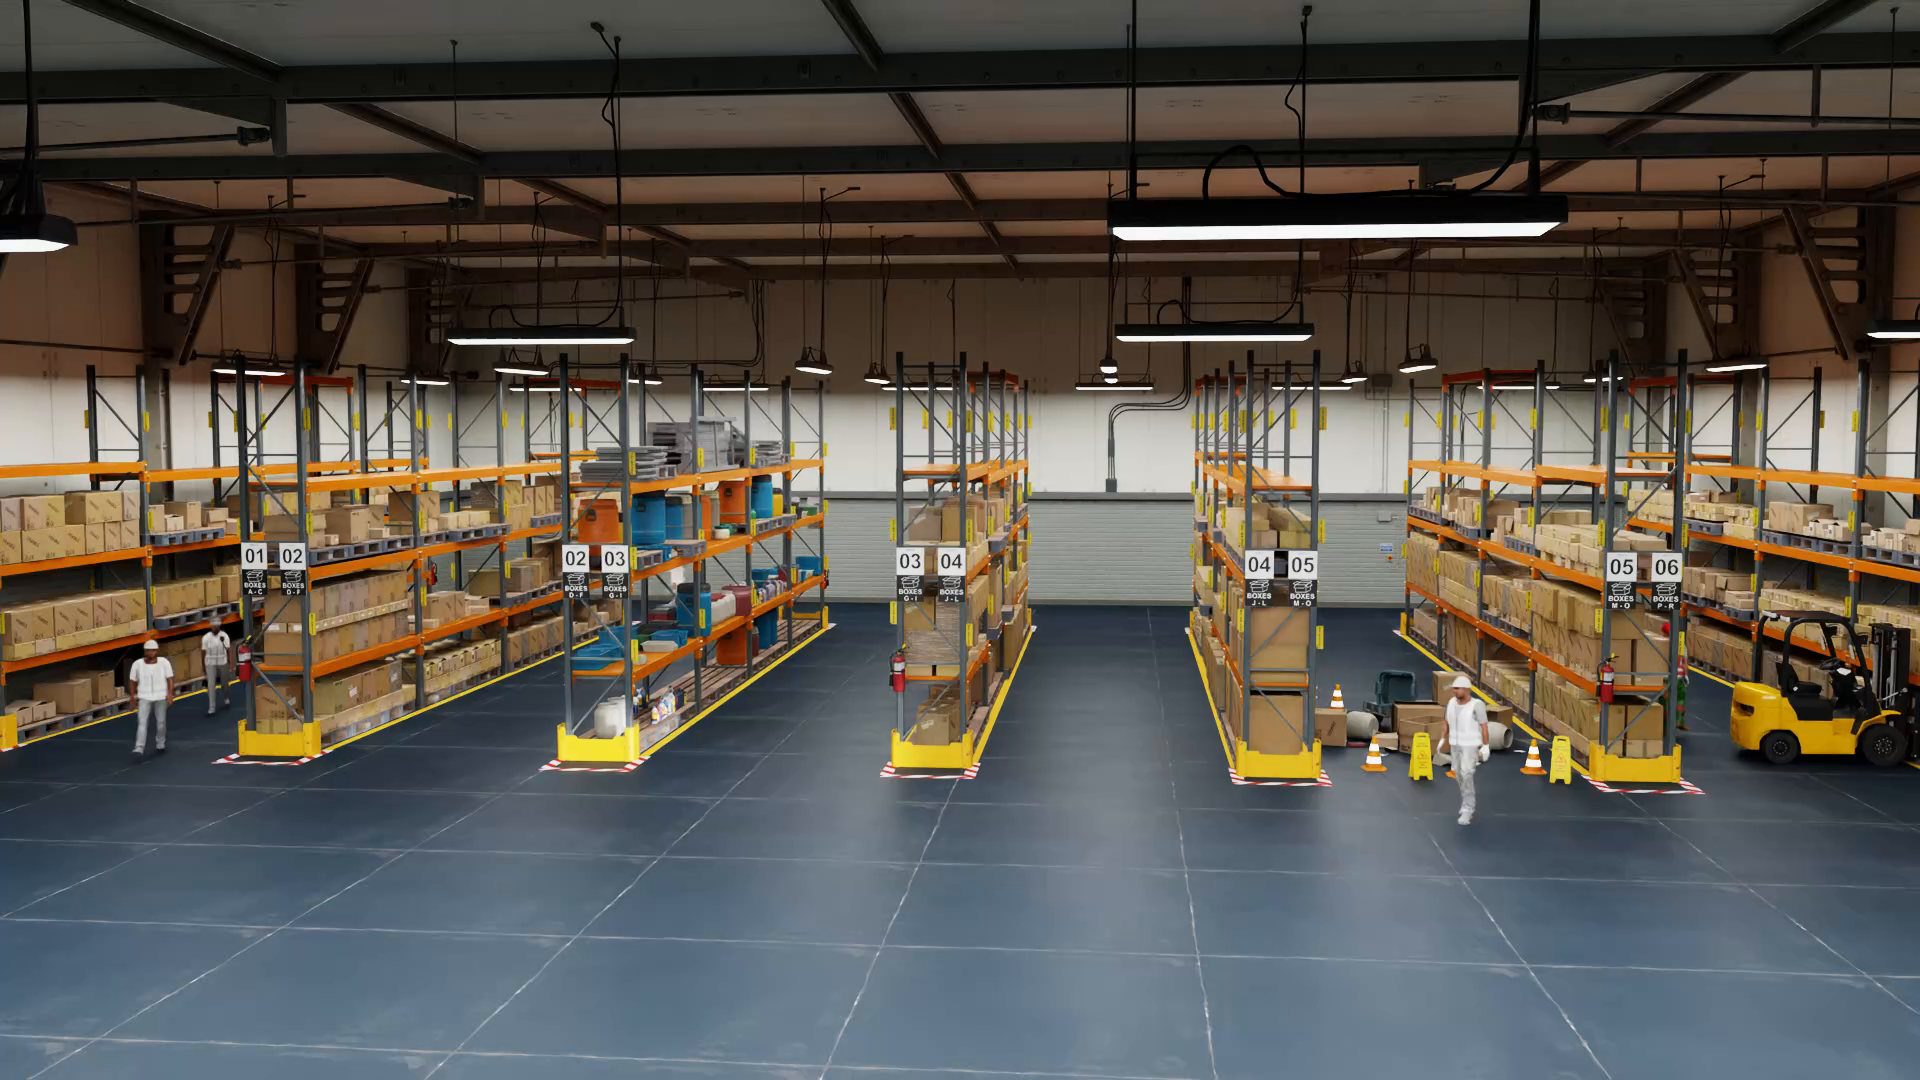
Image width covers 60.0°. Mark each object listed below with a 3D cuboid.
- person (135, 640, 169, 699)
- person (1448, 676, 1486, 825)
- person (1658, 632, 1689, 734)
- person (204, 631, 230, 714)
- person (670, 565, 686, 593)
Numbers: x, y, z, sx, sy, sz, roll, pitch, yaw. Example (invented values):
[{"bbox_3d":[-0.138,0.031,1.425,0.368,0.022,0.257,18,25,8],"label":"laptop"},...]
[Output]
[{"bbox_3d":[-12.124,1.933,24.946,0.447,0.872,0.357,-2,4,-24],"label":"person"},{"bbox_3d":[6.346,2.622,20.981,0.675,1.787,0.585,-3,5,-34],"label":"person"},{"bbox_3d":[11.389,2.247,26.659,0.575,1.743,0.541,1,4,9],"label":"person"},{"bbox_3d":[-12.802,2.257,28.681,0.411,1.365,1.065,-1,4,-20],"label":"person"},{"bbox_3d":[-7.119,0.878,42.199,0.401,0.940,0.599,0,4,1],"label":"person"}]
